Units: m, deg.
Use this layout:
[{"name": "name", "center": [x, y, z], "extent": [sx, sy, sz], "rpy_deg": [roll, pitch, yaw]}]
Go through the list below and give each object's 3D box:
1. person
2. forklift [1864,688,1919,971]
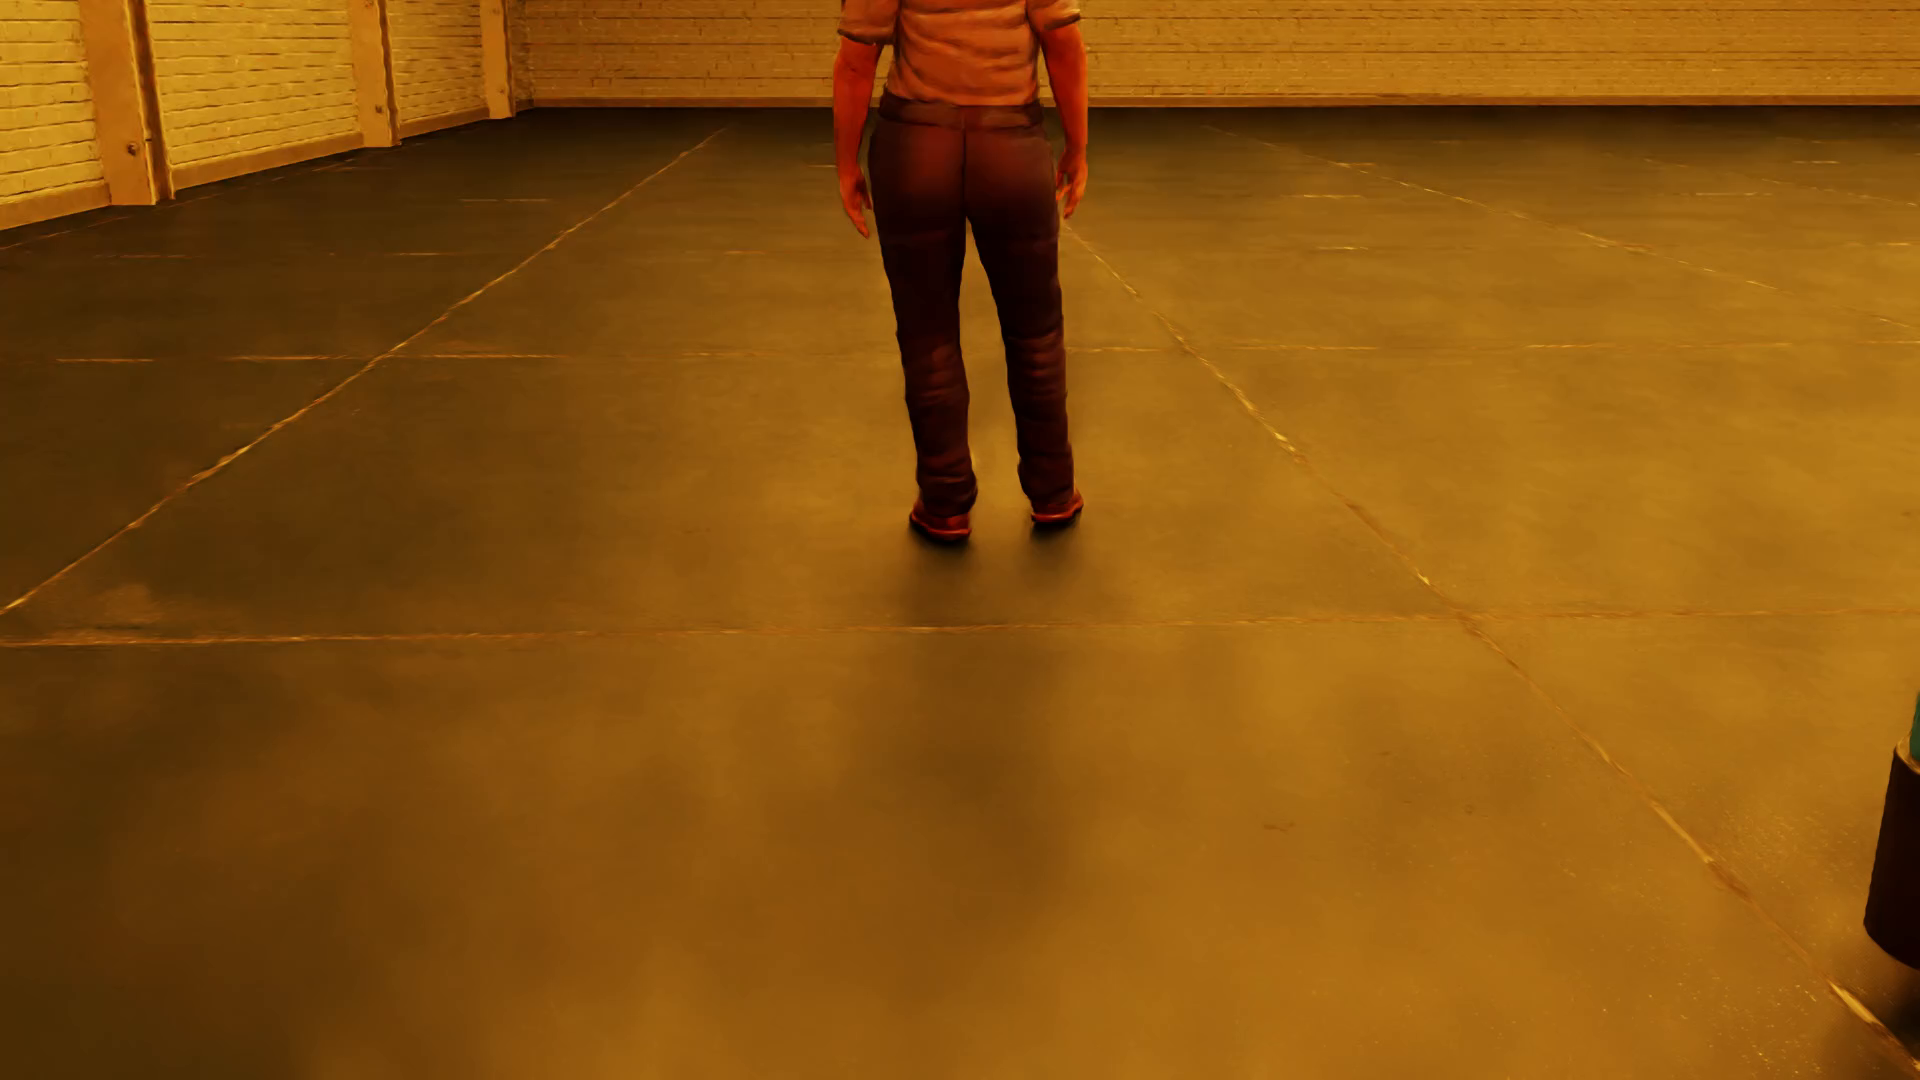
[{"name": "person", "center": [0.018, -0.822, 3.761], "extent": [0.598, 1.651, 0.503], "rpy_deg": [-1, 17, -3]}, {"name": "forklift", "center": [2.477, -0.607, 0.893], "extent": [1.130, 2.935, 3.031], "rpy_deg": [-14, 22, -39]}]
